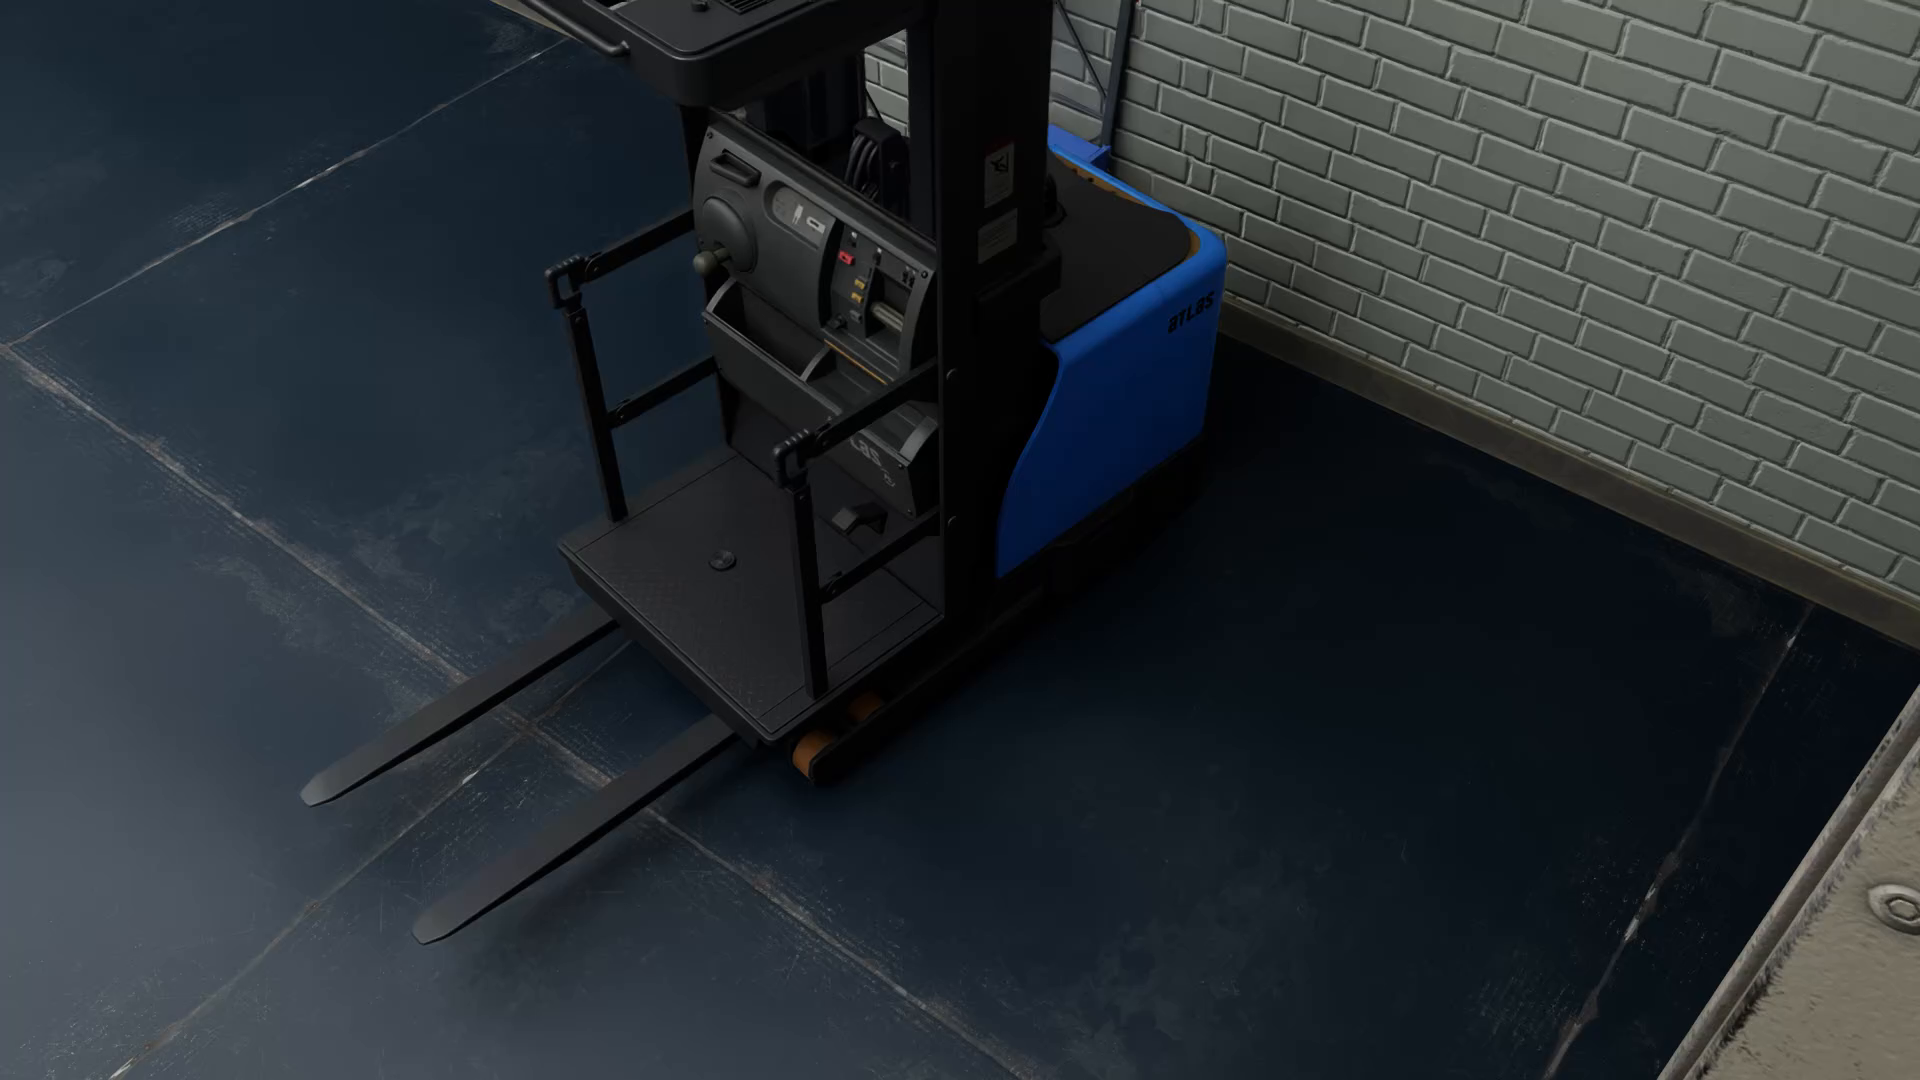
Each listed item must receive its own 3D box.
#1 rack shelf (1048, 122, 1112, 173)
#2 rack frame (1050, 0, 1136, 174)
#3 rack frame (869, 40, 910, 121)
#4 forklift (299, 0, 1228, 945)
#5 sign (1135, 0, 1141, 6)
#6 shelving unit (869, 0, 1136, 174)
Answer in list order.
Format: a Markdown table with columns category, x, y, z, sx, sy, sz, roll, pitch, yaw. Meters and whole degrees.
| category | x | y | z | sx | sy | sz | roll | pitch | yaw |
| --- | --- | --- | --- | --- | --- | --- | --- | --- | --- |
| rack shelf | 0.059 | -1.279 | 6.180 | 0.538 | 0.185 | 1.000 | 32 | 53 | 22 |
| rack frame | 0.383 | -1.683 | 6.333 | 0.500 | 1.500 | 0.032 | 32 | 53 | 22 |
| rack frame | -0.241 | -1.118 | 5.762 | 0.500 | 1.500 | 0.032 | 32 | 53 | 22 |
| forklift | -0.564 | -0.712 | 4.404 | 3.031 | 2.935 | 1.130 | -35 | 55 | -28 |
| sign | 0.510 | -2.131 | 5.777 | 0.329 | 0.494 | 0.001 | 29 | 53 | 25 |
| shelving unit | 0.071 | -1.400 | 6.048 | 0.538 | 1.500 | 1.048 | 32 | 53 | 22 |
